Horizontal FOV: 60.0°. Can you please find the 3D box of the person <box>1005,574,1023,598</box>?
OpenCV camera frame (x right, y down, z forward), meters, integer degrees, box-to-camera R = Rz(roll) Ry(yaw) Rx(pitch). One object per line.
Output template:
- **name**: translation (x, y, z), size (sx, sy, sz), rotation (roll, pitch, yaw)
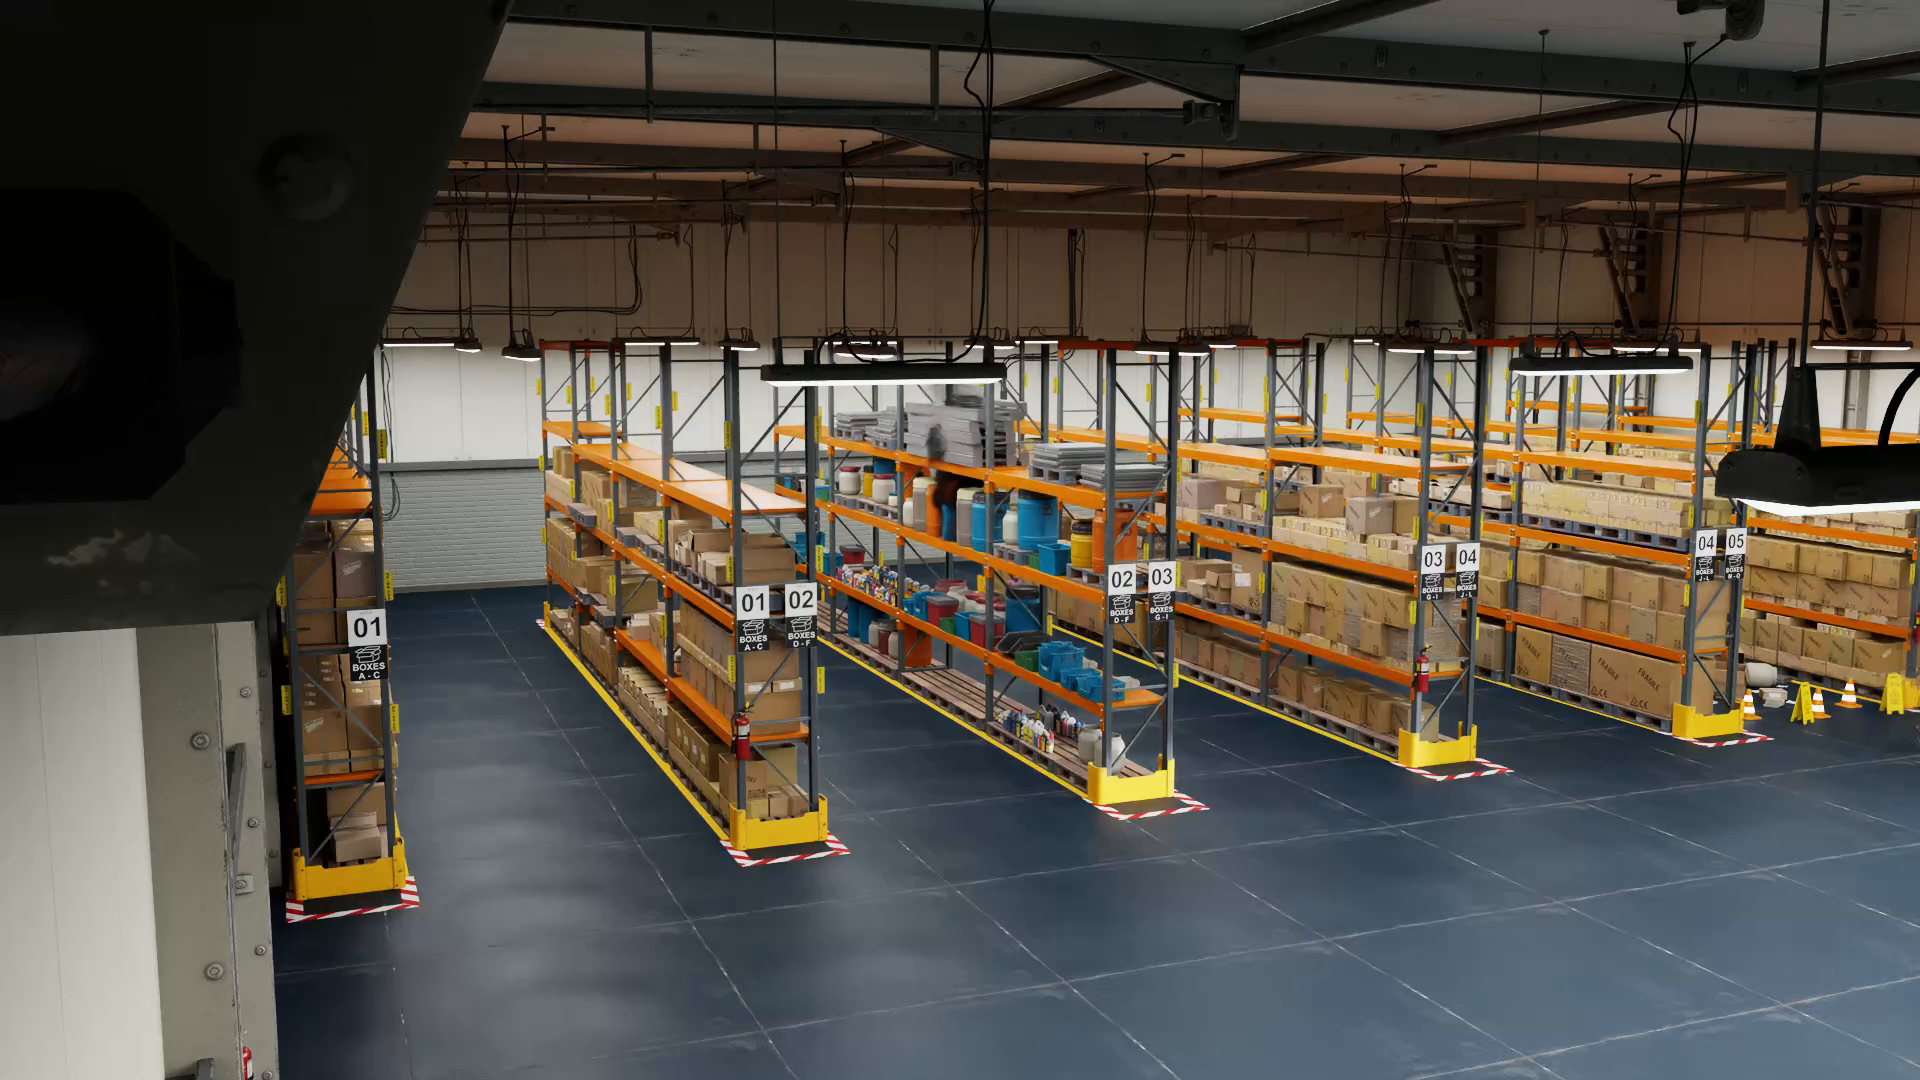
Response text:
- **person**: translation (1.090, 1.335, 32.387), size (0.504, 1.581, 0.732), rotation (-4, 8, -26)
